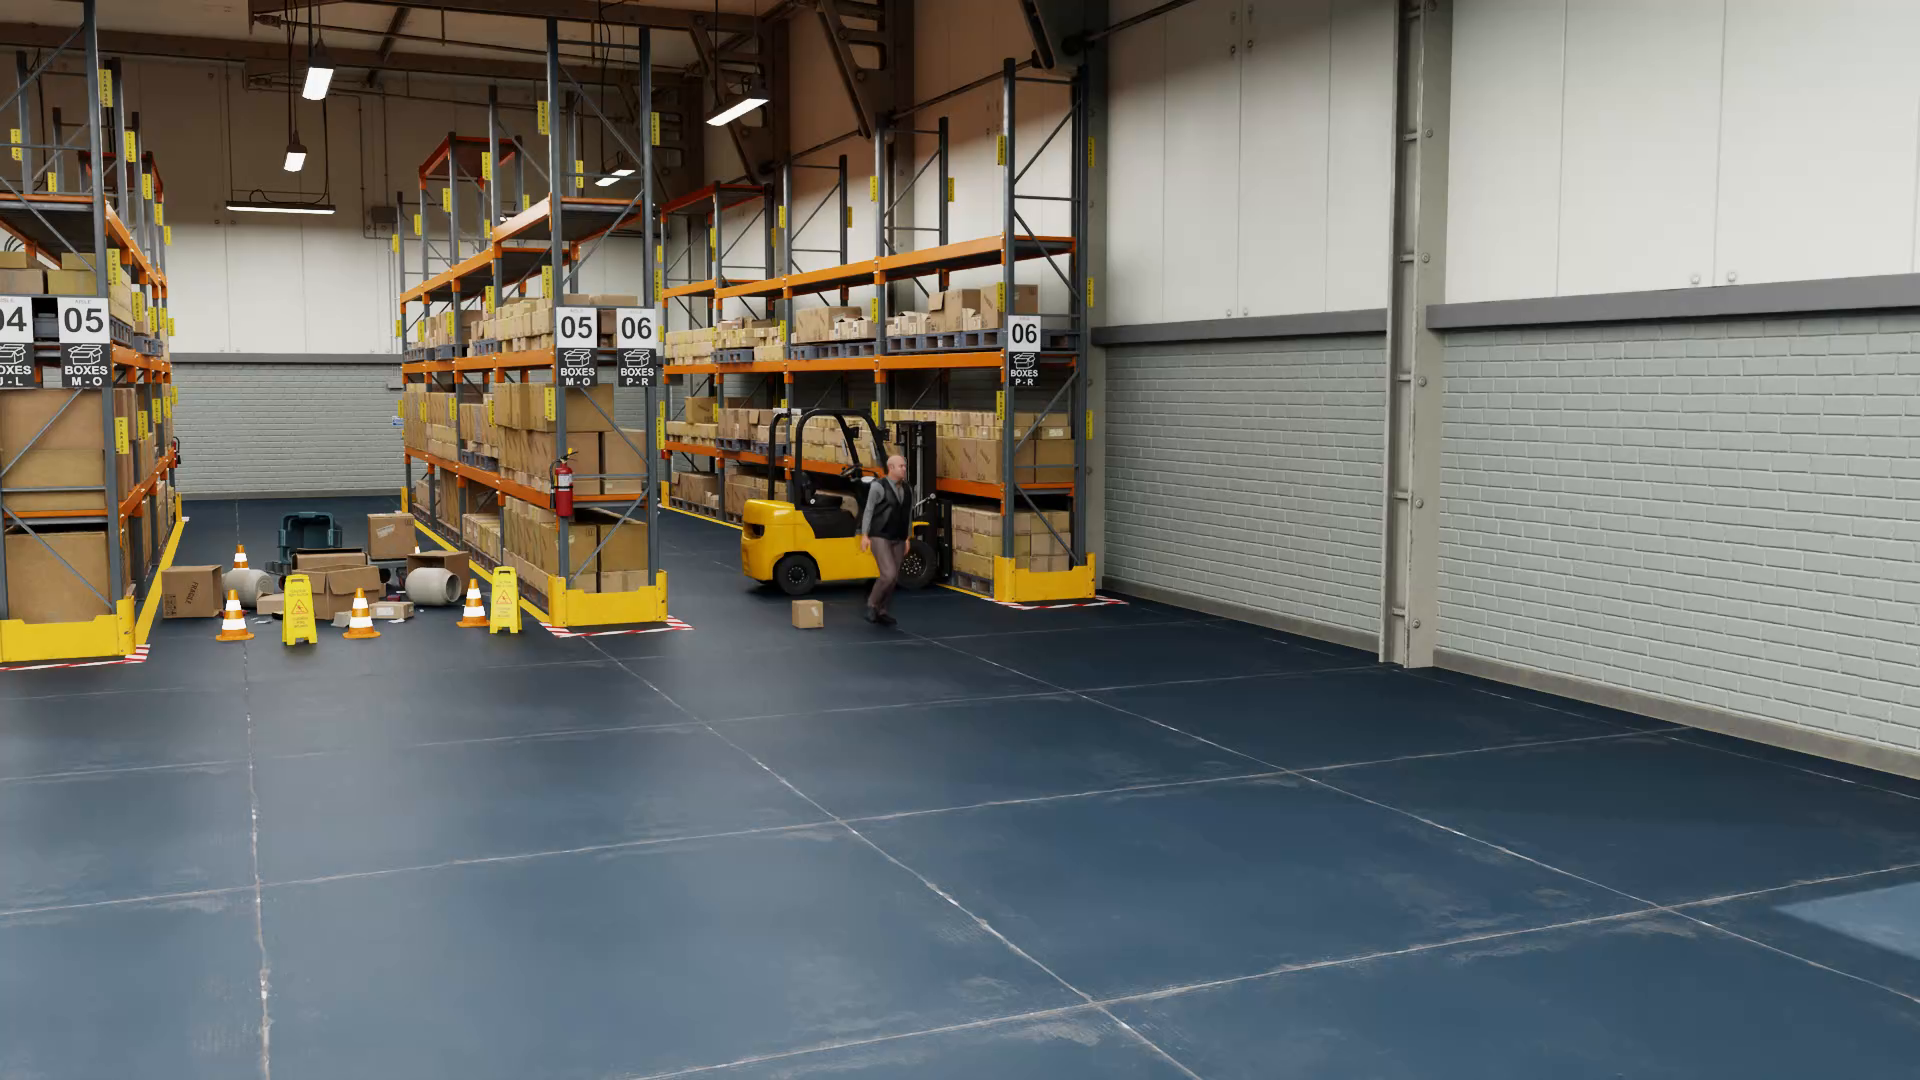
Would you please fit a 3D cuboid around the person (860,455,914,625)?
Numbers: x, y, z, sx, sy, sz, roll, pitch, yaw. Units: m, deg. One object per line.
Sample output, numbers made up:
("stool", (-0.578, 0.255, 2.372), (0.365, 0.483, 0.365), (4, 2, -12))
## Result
("person", (-0.708, 0.003, 16.674), (0.567, 1.707, 0.492), (-5, 7, -44))
